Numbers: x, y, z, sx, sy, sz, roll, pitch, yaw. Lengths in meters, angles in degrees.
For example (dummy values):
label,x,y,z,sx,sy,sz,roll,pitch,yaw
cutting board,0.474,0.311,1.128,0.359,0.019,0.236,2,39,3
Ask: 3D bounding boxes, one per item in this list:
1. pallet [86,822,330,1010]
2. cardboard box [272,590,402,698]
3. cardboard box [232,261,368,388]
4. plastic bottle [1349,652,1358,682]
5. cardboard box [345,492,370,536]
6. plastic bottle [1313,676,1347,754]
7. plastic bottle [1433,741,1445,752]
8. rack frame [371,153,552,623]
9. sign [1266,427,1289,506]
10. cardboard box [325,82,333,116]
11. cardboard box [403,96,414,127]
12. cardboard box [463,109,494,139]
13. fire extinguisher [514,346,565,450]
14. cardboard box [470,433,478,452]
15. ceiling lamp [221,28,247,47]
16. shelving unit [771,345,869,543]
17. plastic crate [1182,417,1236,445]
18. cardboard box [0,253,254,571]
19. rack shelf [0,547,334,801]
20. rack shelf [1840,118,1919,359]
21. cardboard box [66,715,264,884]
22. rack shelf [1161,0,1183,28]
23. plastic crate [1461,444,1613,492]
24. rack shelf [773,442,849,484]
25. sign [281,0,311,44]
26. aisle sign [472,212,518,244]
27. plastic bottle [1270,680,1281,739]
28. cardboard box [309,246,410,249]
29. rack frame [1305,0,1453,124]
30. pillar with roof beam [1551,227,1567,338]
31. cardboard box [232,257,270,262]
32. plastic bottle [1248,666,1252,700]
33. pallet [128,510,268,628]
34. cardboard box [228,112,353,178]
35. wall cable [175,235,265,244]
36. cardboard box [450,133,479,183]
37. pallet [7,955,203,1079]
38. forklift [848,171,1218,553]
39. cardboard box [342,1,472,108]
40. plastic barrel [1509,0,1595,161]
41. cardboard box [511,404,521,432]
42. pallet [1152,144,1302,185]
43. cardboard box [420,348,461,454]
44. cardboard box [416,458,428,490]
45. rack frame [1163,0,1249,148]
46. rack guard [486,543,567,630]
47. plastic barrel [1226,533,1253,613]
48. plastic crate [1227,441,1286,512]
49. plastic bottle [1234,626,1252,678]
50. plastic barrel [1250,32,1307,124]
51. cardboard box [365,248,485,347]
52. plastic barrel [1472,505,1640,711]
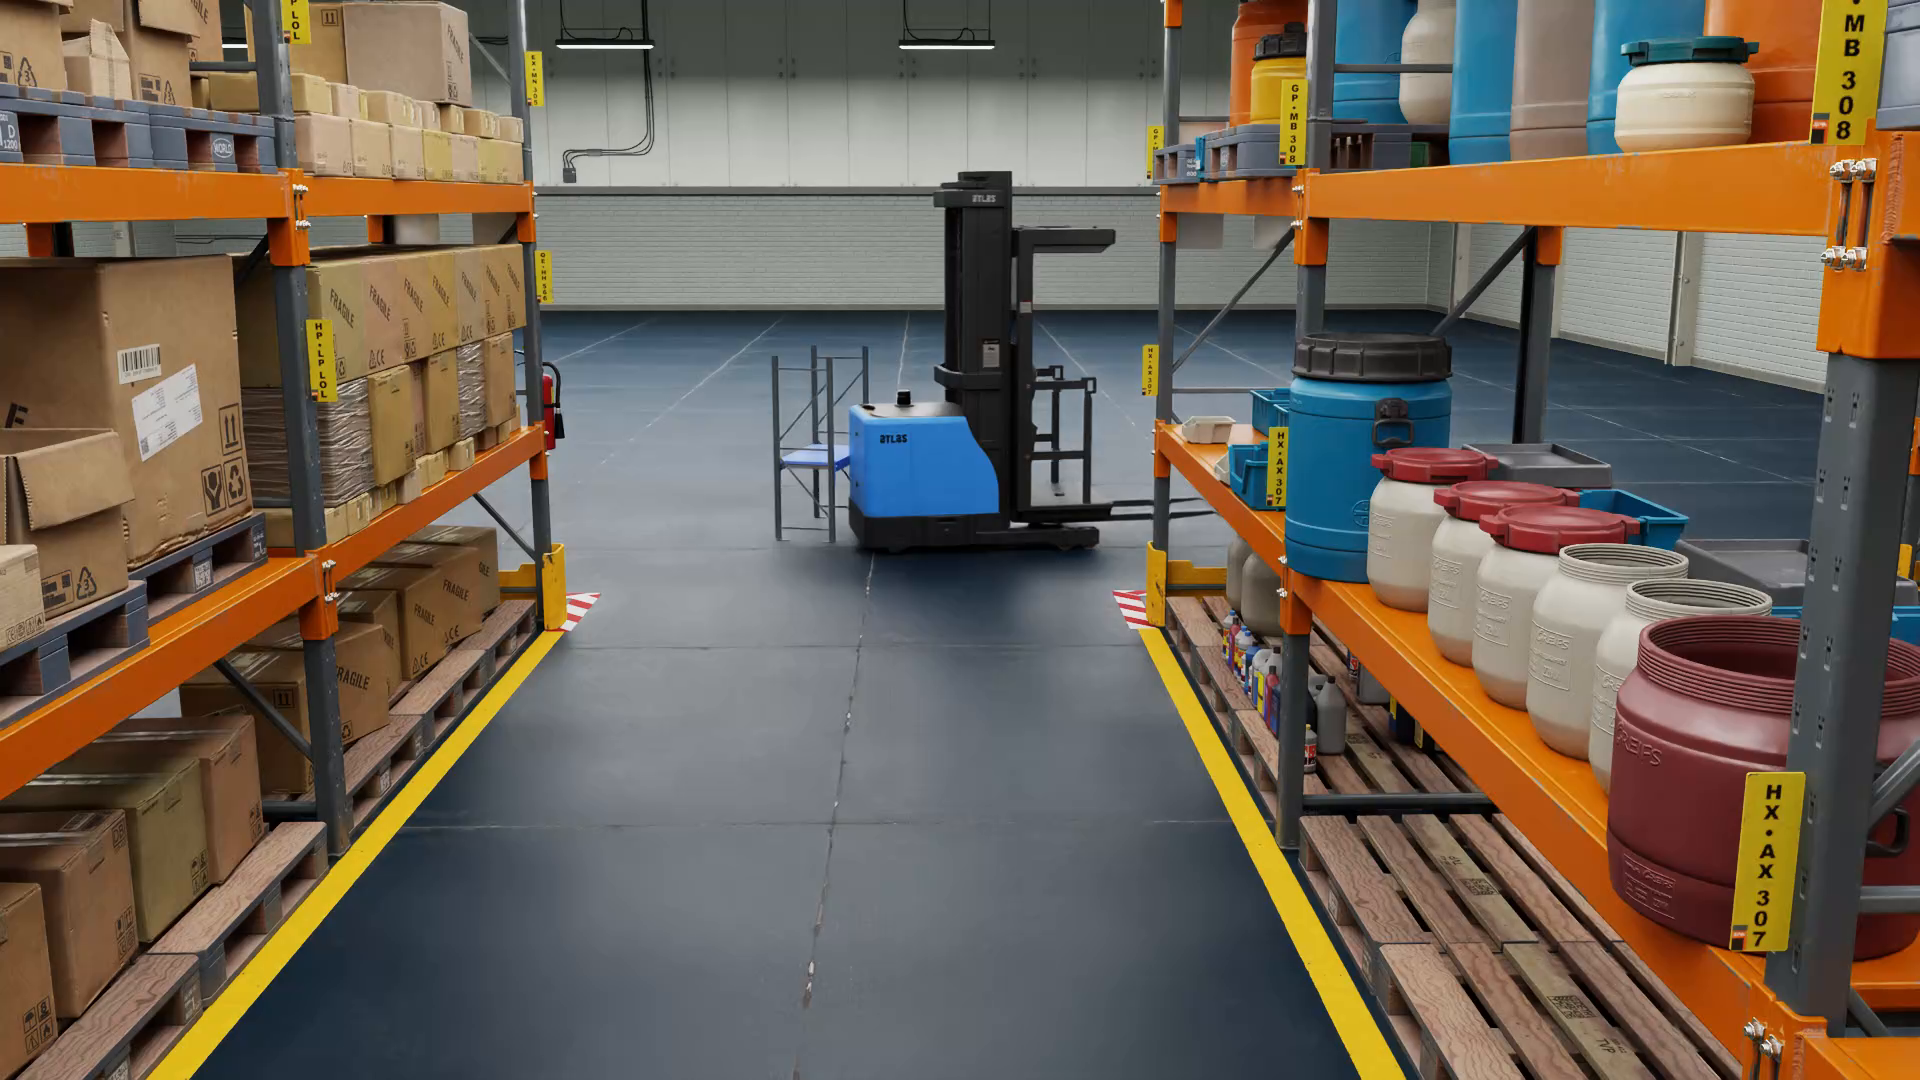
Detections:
label,x,y,z,sx,sy,sz,roll,pitch,yaw
pallet,-3.077,1.379,6.232,1.003,0.211,1.213,0,11,-1
cardboard box,-3.173,0.560,8.485,0.500,0.500,0.500,-1,12,-6
cardboard box,-2.849,-0.918,7.025,0.500,0.500,0.500,0,11,-1
plastic bottle,2.108,0.643,8.777,0.097,0.201,0.097,0,11,0
cardboard box,-2.790,-0.113,7.205,0.380,0.149,0.250,0,11,-1
plastic bottle,1.700,0.792,7.666,0.144,0.351,0.185,0,11,-1
plastic bottle,2.255,0.827,7.682,0.152,0.276,0.135,0,11,1
rack frame,-3.177,-0.938,10.637,1.000,3.000,0.127,0,11,-1
sign,1.307,-0.299,6.790,0.100,0.325,0.005,0,11,-1
cardboard box,-2.866,-1.853,6.979,0.380,0.149,0.250,-1,11,-4
cardboard box,-2.857,-2.059,7.996,0.380,0.149,0.250,0,11,-2
cardboard box,-2.827,-2.320,9.280,0.380,0.149,0.250,0,11,-1
fire extinguisher,-2.719,-0.924,10.766,0.296,0.674,0.183,0,11,-1
cardboard box,-2.950,-0.560,9.407,0.380,0.149,0.250,0,11,-1
ceiling lamp,-14.726,-11.749,34.160,2.000,3.185,0.800,0,11,-1
shelving unit,-1.142,-0.823,13.841,0.538,1.500,1.048,3,12,13
plastic crate,1.472,-0.650,9.880,0.298,0.136,0.250,0,11,-1
cardboard box,-3.218,-0.484,5.835,1.000,1.000,1.000,0,11,-1
rack shelf,-3.053,0.608,4.830,1.077,0.370,4.000,0,11,-1
rack shelf,1.982,-0.088,0.712,1.077,0.370,4.000,0,11,-1
cardboard box,-3.103,0.989,6.320,0.700,0.500,0.500,-1,12,-6
rack shelf,1.816,-2.952,8.292,1.077,0.370,4.000,0,11,-1
plastic crate,2.174,-0.099,6.343,0.402,0.464,0.583,0,11,-1
rack shelf,-1.142,-0.646,13.877,0.538,0.185,1.000,3,12,13
sign,-2.539,-2.062,6.344,0.100,0.325,0.005,0,11,-1
aisle sign,-2.878,-2.225,10.445,0.394,0.787,0.004,0,11,-1
plastic bottle,1.552,0.755,7.851,0.144,0.351,0.185,-1,11,-4
cardboard box,-3.435,-1.413,9.464,0.500,0.500,0.500,0,11,-1
rack frame,1.858,-3.103,6.222,1.000,3.000,0.127,0,11,-1
pillar with roof beam,7.759,-8.556,33.102,9.100,9.000,0.548,0,11,-1
cardboard box,-3.390,-1.015,7.504,0.500,0.500,0.500,0,11,-1
plastic bottle,1.516,0.708,8.457,0.097,0.201,0.097,0,11,0
pallet,-3.224,0.104,5.985,1.003,0.211,1.213,0,11,-1
cardboard box,-2.848,-1.630,6.880,0.500,0.250,0.500,-1,11,-3
wall cable,-18.293,-8.707,41.652,3.097,2.526,0.112,0,11,-1
cardboard box,-2.898,-2.038,8.895,0.500,0.250,0.500,0,11,0
pallet,-3.049,1.622,5.034,1.003,0.211,1.213,0,11,-1
forklift,0.646,-1.463,13.398,3.031,2.935,1.130,-2,12,-11
cardboard box,-2.892,-2.541,8.736,0.500,0.500,0.500,0,11,-1
plastic barrel,2.099,-1.648,5.335,0.600,0.901,0.600,0,11,0
cardboard box,-2.965,-0.759,10.387,0.380,0.149,0.250,0,11,-1
pallet,1.694,-2.171,9.645,1.003,0.211,1.213,0,11,-1
cardboard box,-3.097,-0.725,8.590,0.875,0.500,0.500,0,11,-1
cardboard box,-2.848,-0.312,8.184,0.380,0.149,0.250,0,11,-1
rack frame,1.775,-3.898,10.141,1.000,3.000,0.127,0,11,-1
rack guard,-3.175,0.302,10.811,1.175,0.500,0.348,0,11,-1
plastic barrel,1.865,0.186,10.300,0.421,0.512,0.421,0,11,0
plastic crate,1.563,-0.309,7.912,0.499,0.251,0.616,0,11,-1
plastic bottle,1.508,0.593,8.846,0.097,0.271,0.097,0,11,0
plastic barrel,1.926,-2.500,9.264,0.600,0.588,0.600,0,11,0
cardboard box,-2.895,-1.315,8.984,0.500,0.500,0.500,0,11,-1
plastic barrel,1.682,0.193,4.720,0.433,0.535,0.433,0,11,0
